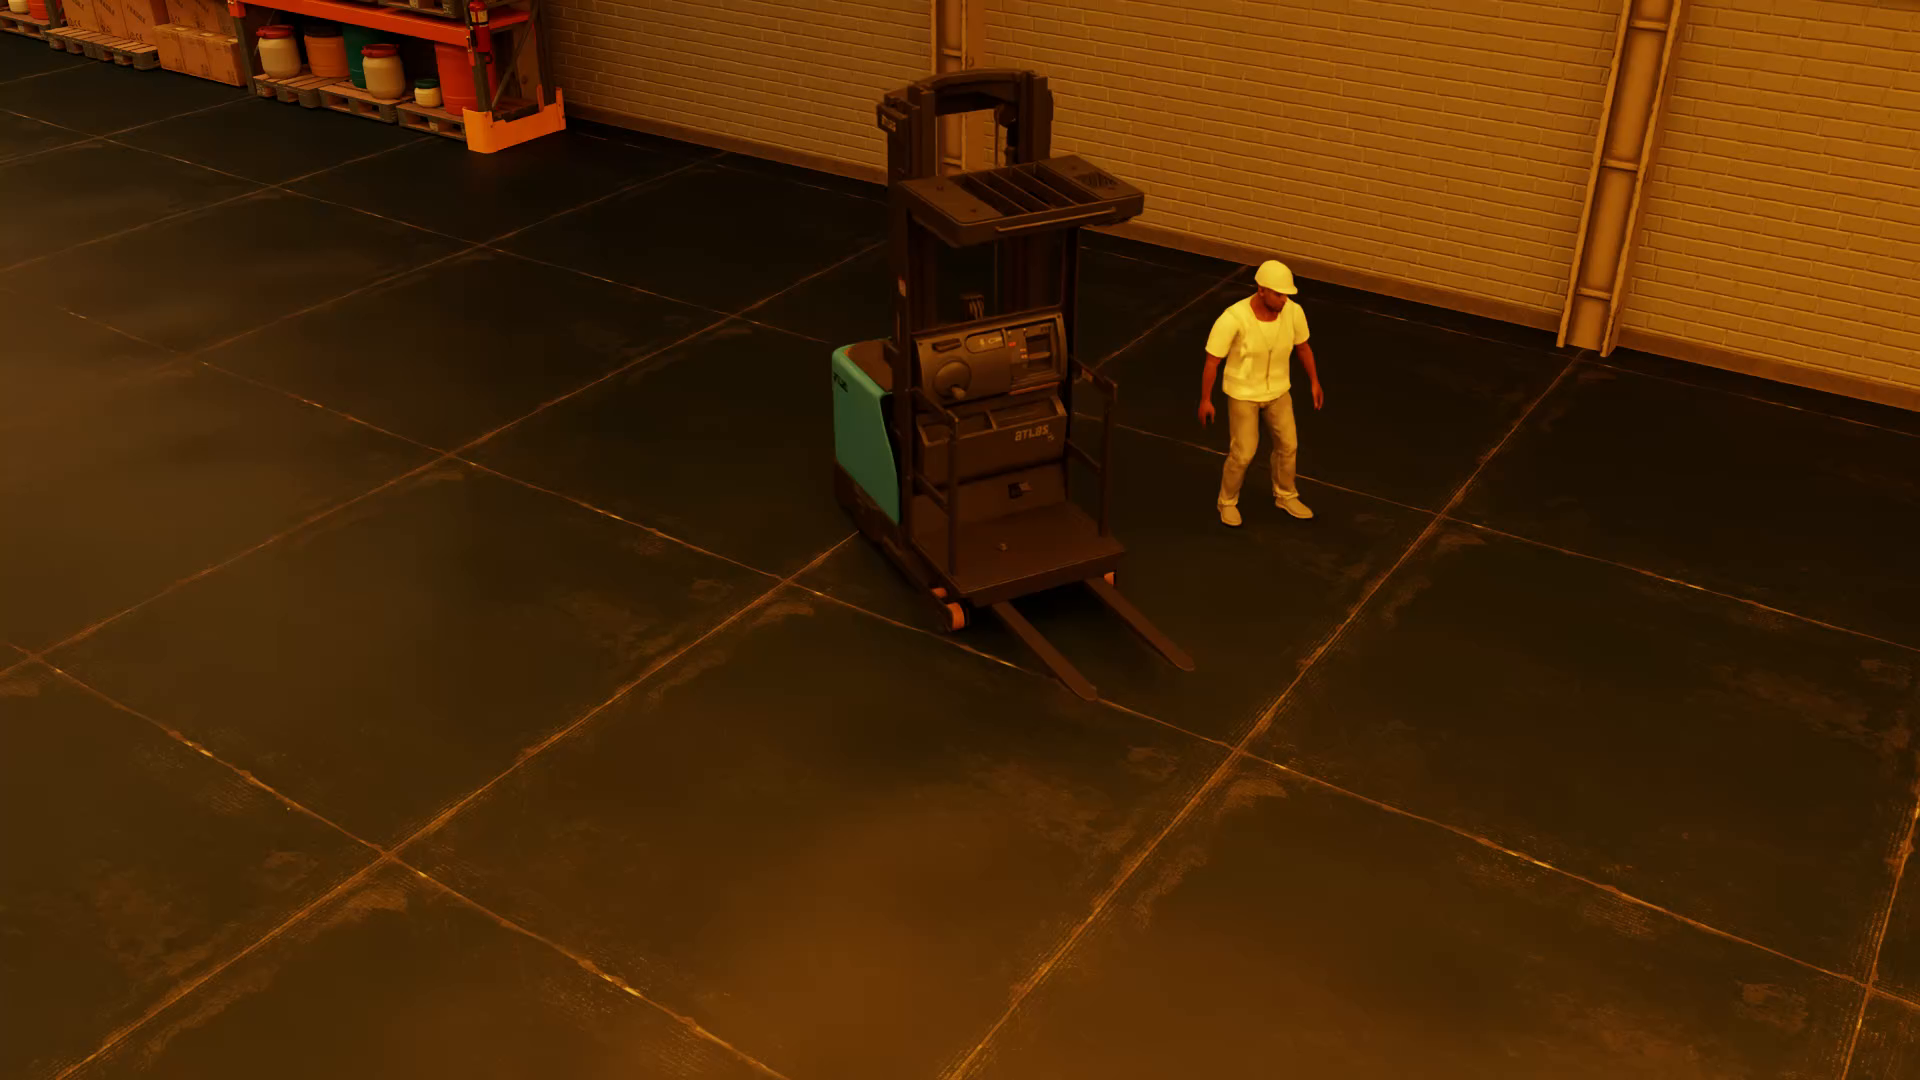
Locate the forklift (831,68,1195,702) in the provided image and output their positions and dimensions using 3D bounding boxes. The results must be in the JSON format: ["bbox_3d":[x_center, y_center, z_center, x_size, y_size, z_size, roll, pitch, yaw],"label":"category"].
[{"bbox_3d":[0.283,-0.994,9.293,1.130,2.935,3.031,-14,33,-23],"label":"forklift"}]

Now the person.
[{"bbox_3d":[1.874,-0.912,10.335,0.799,1.745,0.412,-10,32,-17],"label":"person"}]
